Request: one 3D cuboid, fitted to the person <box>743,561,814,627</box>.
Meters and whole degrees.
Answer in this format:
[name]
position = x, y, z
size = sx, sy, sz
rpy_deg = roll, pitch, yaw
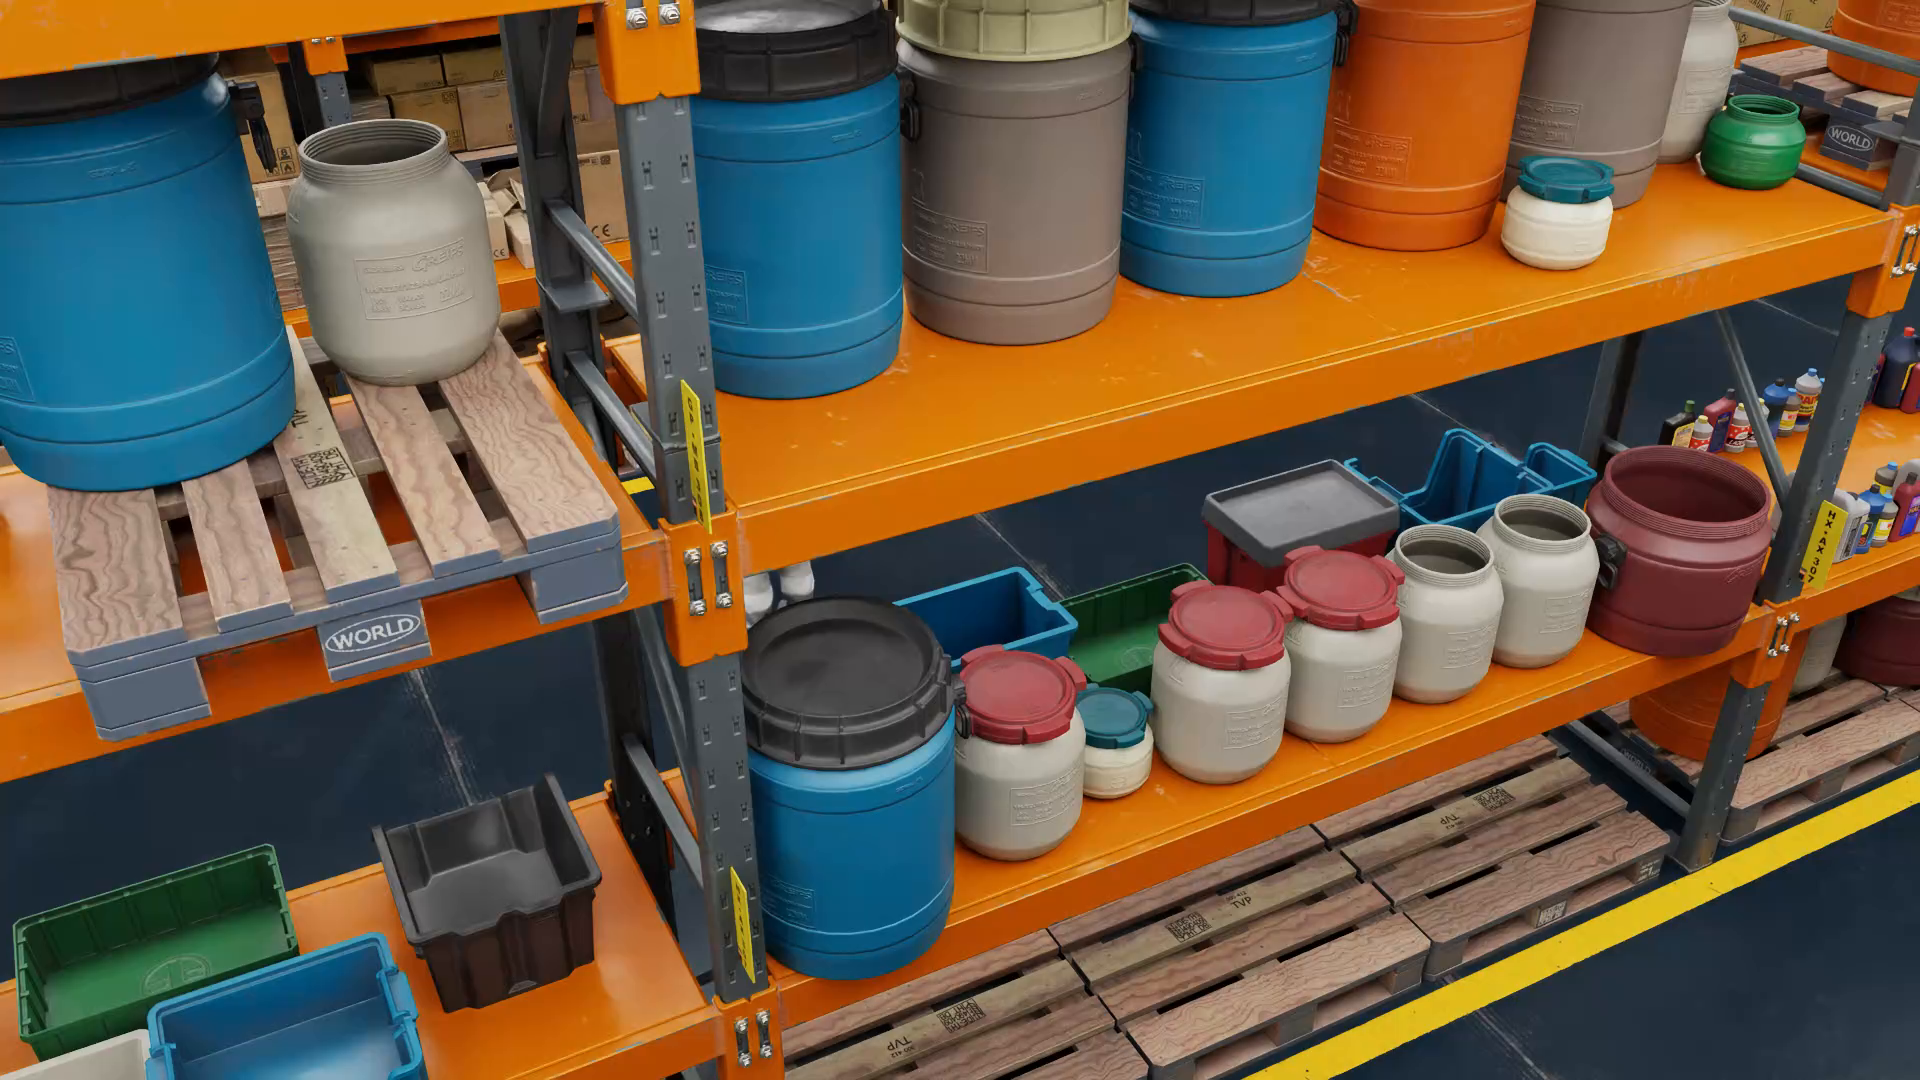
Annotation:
[person]
position = -0.920, -0.307, 7.600
size = 0.493, 1.782, 0.560
rpy_deg = -15, 36, -22
